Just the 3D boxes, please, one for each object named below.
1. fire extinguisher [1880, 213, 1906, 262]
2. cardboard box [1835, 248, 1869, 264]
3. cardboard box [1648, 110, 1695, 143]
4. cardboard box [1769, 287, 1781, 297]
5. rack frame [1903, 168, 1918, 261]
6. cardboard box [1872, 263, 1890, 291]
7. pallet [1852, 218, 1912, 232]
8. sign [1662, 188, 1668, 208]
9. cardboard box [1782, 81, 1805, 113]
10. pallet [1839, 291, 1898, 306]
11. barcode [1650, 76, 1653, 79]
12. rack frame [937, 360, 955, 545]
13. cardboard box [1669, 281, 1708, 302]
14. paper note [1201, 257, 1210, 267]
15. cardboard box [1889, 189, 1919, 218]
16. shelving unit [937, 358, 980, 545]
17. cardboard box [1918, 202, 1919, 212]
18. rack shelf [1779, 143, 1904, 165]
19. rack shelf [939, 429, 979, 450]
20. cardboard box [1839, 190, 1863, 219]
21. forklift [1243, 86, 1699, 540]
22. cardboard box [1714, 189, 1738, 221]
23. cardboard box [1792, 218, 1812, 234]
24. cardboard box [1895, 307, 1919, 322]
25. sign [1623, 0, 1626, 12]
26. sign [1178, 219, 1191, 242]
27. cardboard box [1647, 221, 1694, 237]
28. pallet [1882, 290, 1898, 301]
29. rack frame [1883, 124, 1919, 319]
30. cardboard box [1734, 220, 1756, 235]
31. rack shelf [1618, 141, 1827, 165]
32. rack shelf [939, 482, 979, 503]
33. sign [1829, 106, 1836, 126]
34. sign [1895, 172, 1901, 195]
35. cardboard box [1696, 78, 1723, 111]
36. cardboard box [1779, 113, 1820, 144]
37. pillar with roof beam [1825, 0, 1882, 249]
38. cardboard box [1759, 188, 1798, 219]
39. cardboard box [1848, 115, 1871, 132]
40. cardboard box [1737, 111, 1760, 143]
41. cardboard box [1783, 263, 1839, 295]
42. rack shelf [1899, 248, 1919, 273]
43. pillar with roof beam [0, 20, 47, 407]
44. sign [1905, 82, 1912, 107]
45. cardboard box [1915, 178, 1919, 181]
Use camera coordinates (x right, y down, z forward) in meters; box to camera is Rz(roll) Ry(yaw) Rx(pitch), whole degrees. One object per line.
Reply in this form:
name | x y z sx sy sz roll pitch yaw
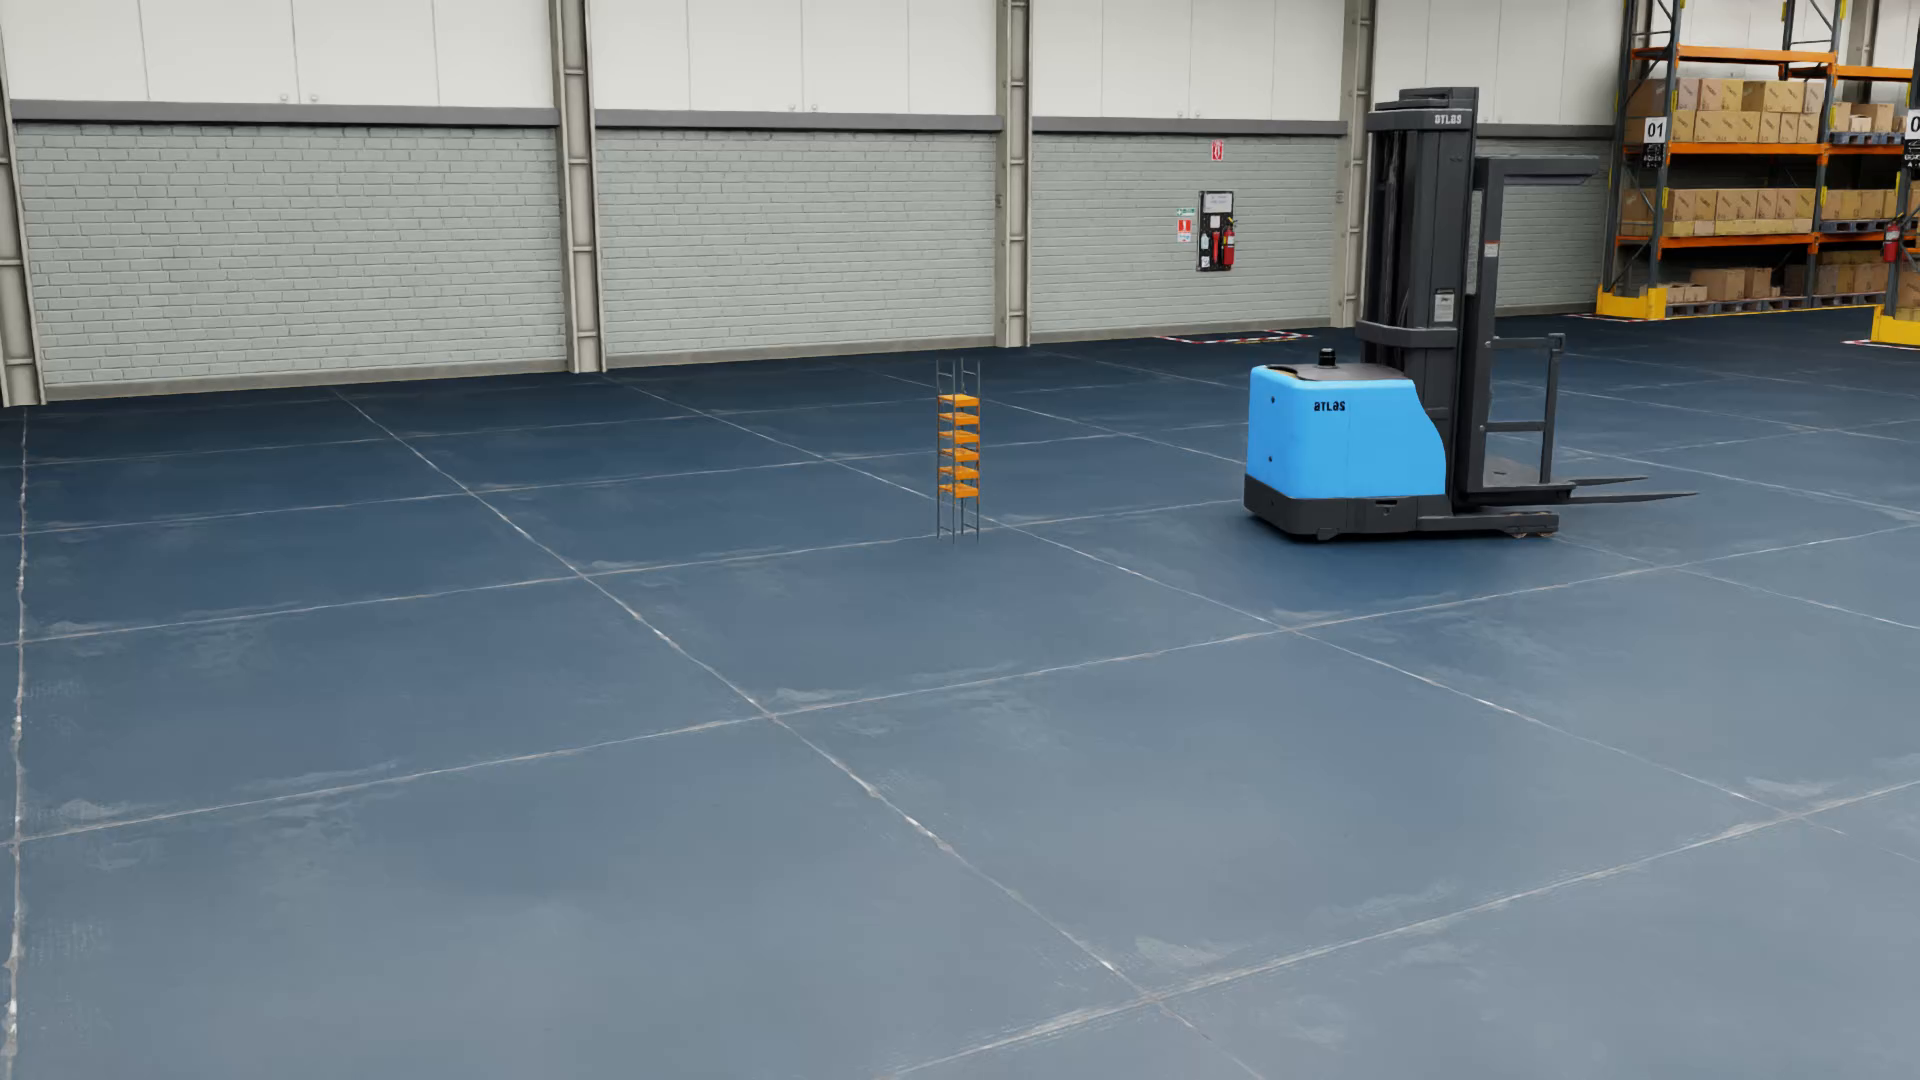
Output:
fire extinguisher | 13.110 -4.258 23.375 0.183 0.674 0.296 -7 14 -28
cardboard box | 16.048 -5.138 30.092 0.500 0.250 0.500 -7 15 -29
cardboard box | 11.473 -6.682 26.864 0.500 0.500 0.500 -6 14 -26
cardboard box | 14.115 -4.364 29.121 0.250 0.166 0.380 -9 16 -35
rack frame | 18.081 -6.015 31.004 0.127 3.000 1.000 -7 14 -28
cardboard box | 16.544 -4.835 30.451 0.500 0.500 0.700 -7 14 -28
pallet | 16.363 -5.705 30.065 1.213 0.211 1.003 -7 14 -28
sign | 11.320 -5.491 26.705 0.005 0.325 0.100 -7 14 -28
cardboard box | 13.782 -7.439 27.949 0.500 0.500 0.500 -6 14 -25
pallet | 16.325 -4.445 30.380 1.213 0.211 1.003 -7 14 -28
barcode | 11.443 -7.637 27.509 0.075 0.075 0.001 -7 14 -28
rack frame | -0.093 -0.574 10.928 0.006 1.200 0.240 -7 14 -28
cardboard box | 12.210 -4.192 28.024 0.500 0.311 0.500 -6 14 -23
paper note | 3.617 -4.095 24.478 0.142 0.148 0.016 -7 14 -28
cardboard box | 17.196 -6.163 30.432 0.500 0.500 0.700 -8 15 -33
shelving unit | -0.013 -0.584 10.971 0.189 1.200 0.258 -7 14 -28
cardboard box | 13.680 -4.661 23.284 0.250 0.149 0.380 -7 15 -29
rack shelf | 16.326 -6.917 29.819 4.000 0.370 1.077 -7 14 -28
rack shelf | -0.013 -0.658 10.954 0.180 0.103 0.258 -7 14 -28
cardboard box | 15.527 -5.962 29.539 0.500 0.500 0.700 -5 14 -22
forklift | 3.584 -1.557 11.354 3.031 2.935 1.130 -2 13 -9
cardboard box | 12.518 -5.571 27.621 0.500 0.500 0.500 -7 15 -30
cardboard box | 14.300 -5.422 28.668 0.500 0.250 0.500 -7 14 -28
cardboard box | 13.765 -3.196 23.784 0.500 0.250 0.500 -7 14 -28
sign | 10.811 -8.742 26.971 0.005 0.325 0.100 -7 14 -28
sign | 3.271 -4.509 24.231 0.234 0.329 0.001 -7 14 -28
cardboard box | 11.640 -5.100 27.235 0.500 0.250 0.500 -7 15 -29
pallet | 17.395 -4.573 30.946 1.213 0.211 1.003 -7 14 -28
rack frame | 13.436 -4.219 23.024 0.127 3.000 1.000 -7 14 -28
cardboard box | 12.984 -5.263 27.957 0.500 0.250 0.500 -7 14 -27
rack shelf | 12.815 -6.496 27.949 4.000 0.370 1.077 -7 14 -28
rack shelf | -0.013 -0.306 11.033 0.180 0.103 0.258 -7 14 -28
sign | 14.837 -7.206 28.287 0.005 0.325 0.100 -7 14 -28
sign | 13.188 -5.006 23.342 0.005 0.325 0.100 -7 14 -28
cardboard box | 11.978 -7.220 26.976 0.500 0.500 0.500 -7 14 -29
cardboard box | 14.243 -7.015 28.343 0.500 0.500 0.500 -6 14 -26
pillar with roof beam | 18.589 -8.142 26.792 0.400 9.000 9.100 -7 14 -28
cardboard box | 13.868 -5.734 28.342 0.500 0.500 0.500 -7 14 -28
cardboard box | 15.629 -7.326 29.244 0.500 0.311 0.500 -6 14 -26
cardboard box | 12.875 -6.848 27.600 0.500 0.500 0.500 -6 14 -24
cardboard box | 15.208 -4.670 29.719 0.500 0.500 0.700 -6 14 -26
rack shelf | 15.192 -4.078 24.038 4.000 0.370 1.077 -7 14 -28
pillar with roof beam | -7.744 -4.986 12.768 0.400 9.000 9.100 -7 14 -28
sign | 13.188 -6.182 23.078 0.005 0.325 0.100 -7 14 -28
cardboard box | 18.355 -6.682 31.310 0.500 0.250 0.500 -6 14 -26
